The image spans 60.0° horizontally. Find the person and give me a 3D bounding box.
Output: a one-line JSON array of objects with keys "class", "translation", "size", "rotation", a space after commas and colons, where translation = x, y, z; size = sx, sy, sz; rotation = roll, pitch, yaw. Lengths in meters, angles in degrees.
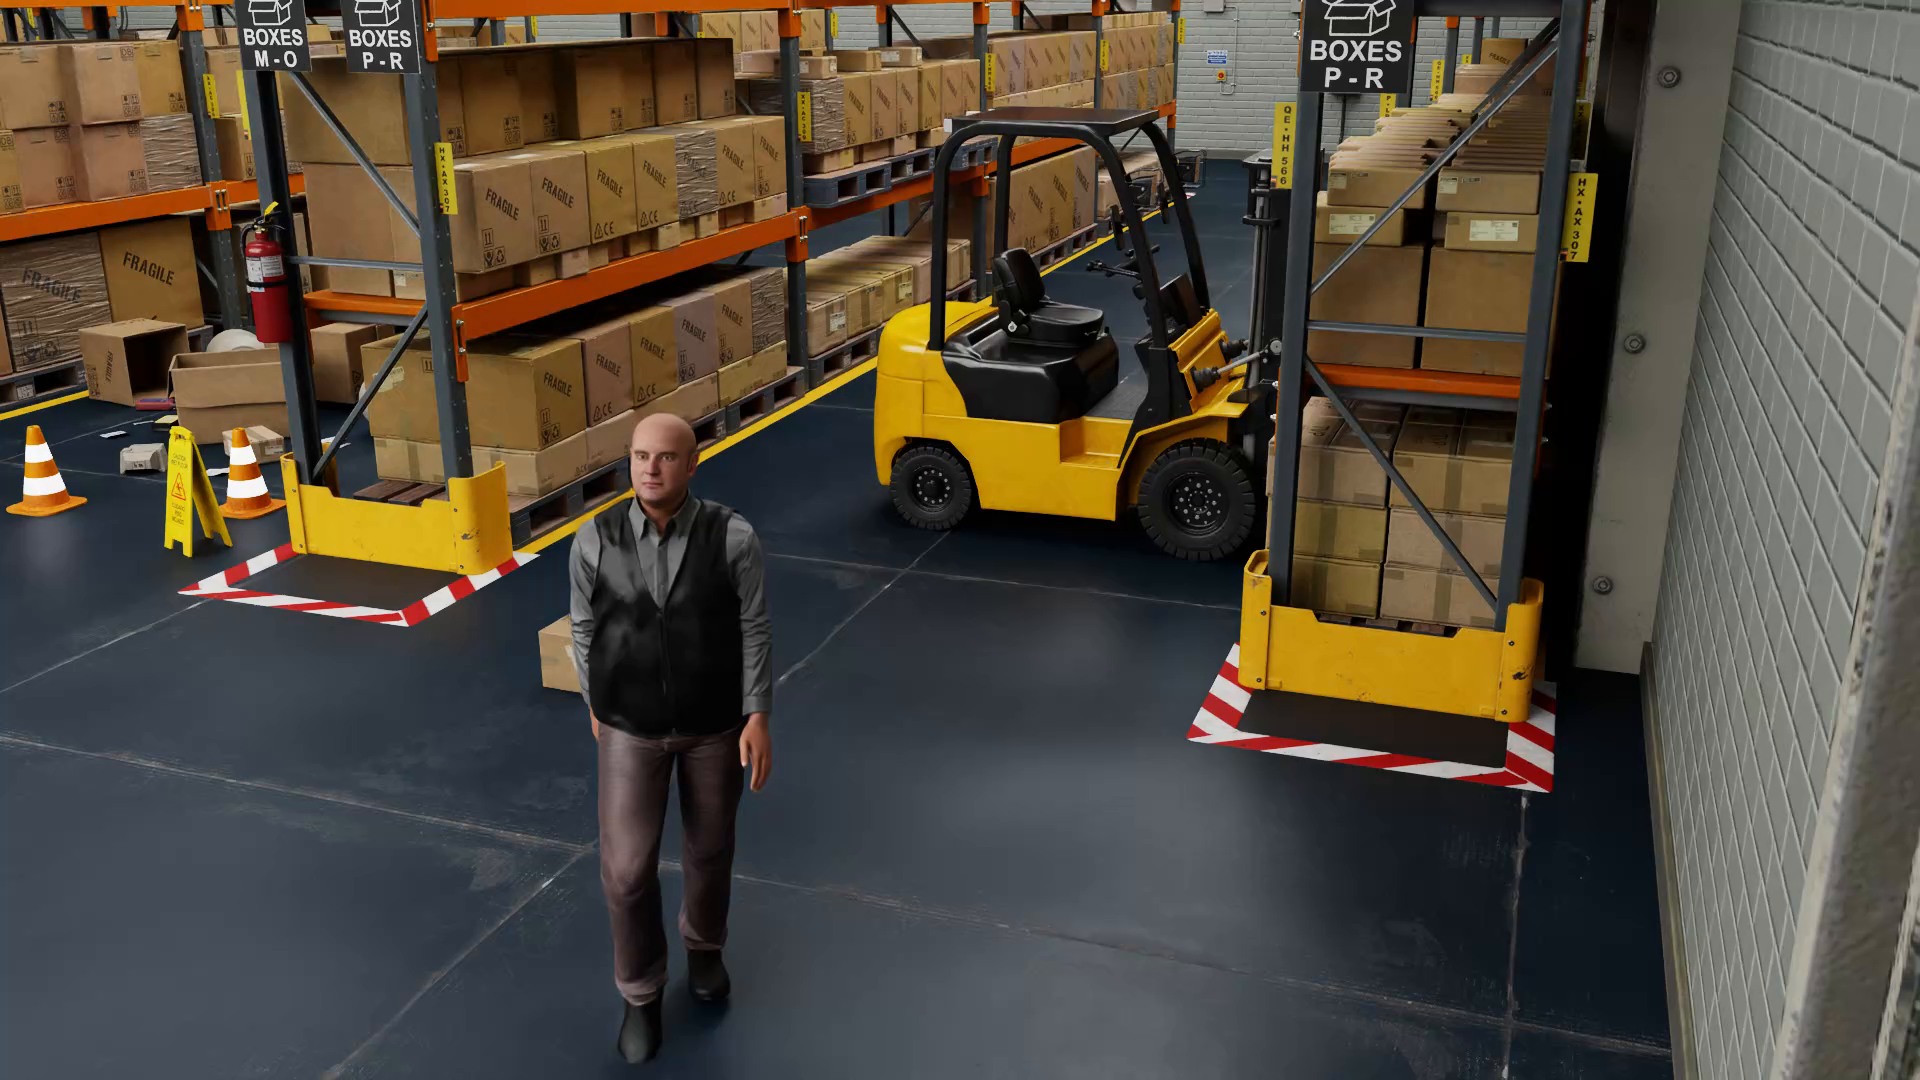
[{"class": "person", "translation": [-0.769, 0.545, 4.514], "size": [0.540, 1.780, 0.525], "rotation": [-3, 19, -9]}]
